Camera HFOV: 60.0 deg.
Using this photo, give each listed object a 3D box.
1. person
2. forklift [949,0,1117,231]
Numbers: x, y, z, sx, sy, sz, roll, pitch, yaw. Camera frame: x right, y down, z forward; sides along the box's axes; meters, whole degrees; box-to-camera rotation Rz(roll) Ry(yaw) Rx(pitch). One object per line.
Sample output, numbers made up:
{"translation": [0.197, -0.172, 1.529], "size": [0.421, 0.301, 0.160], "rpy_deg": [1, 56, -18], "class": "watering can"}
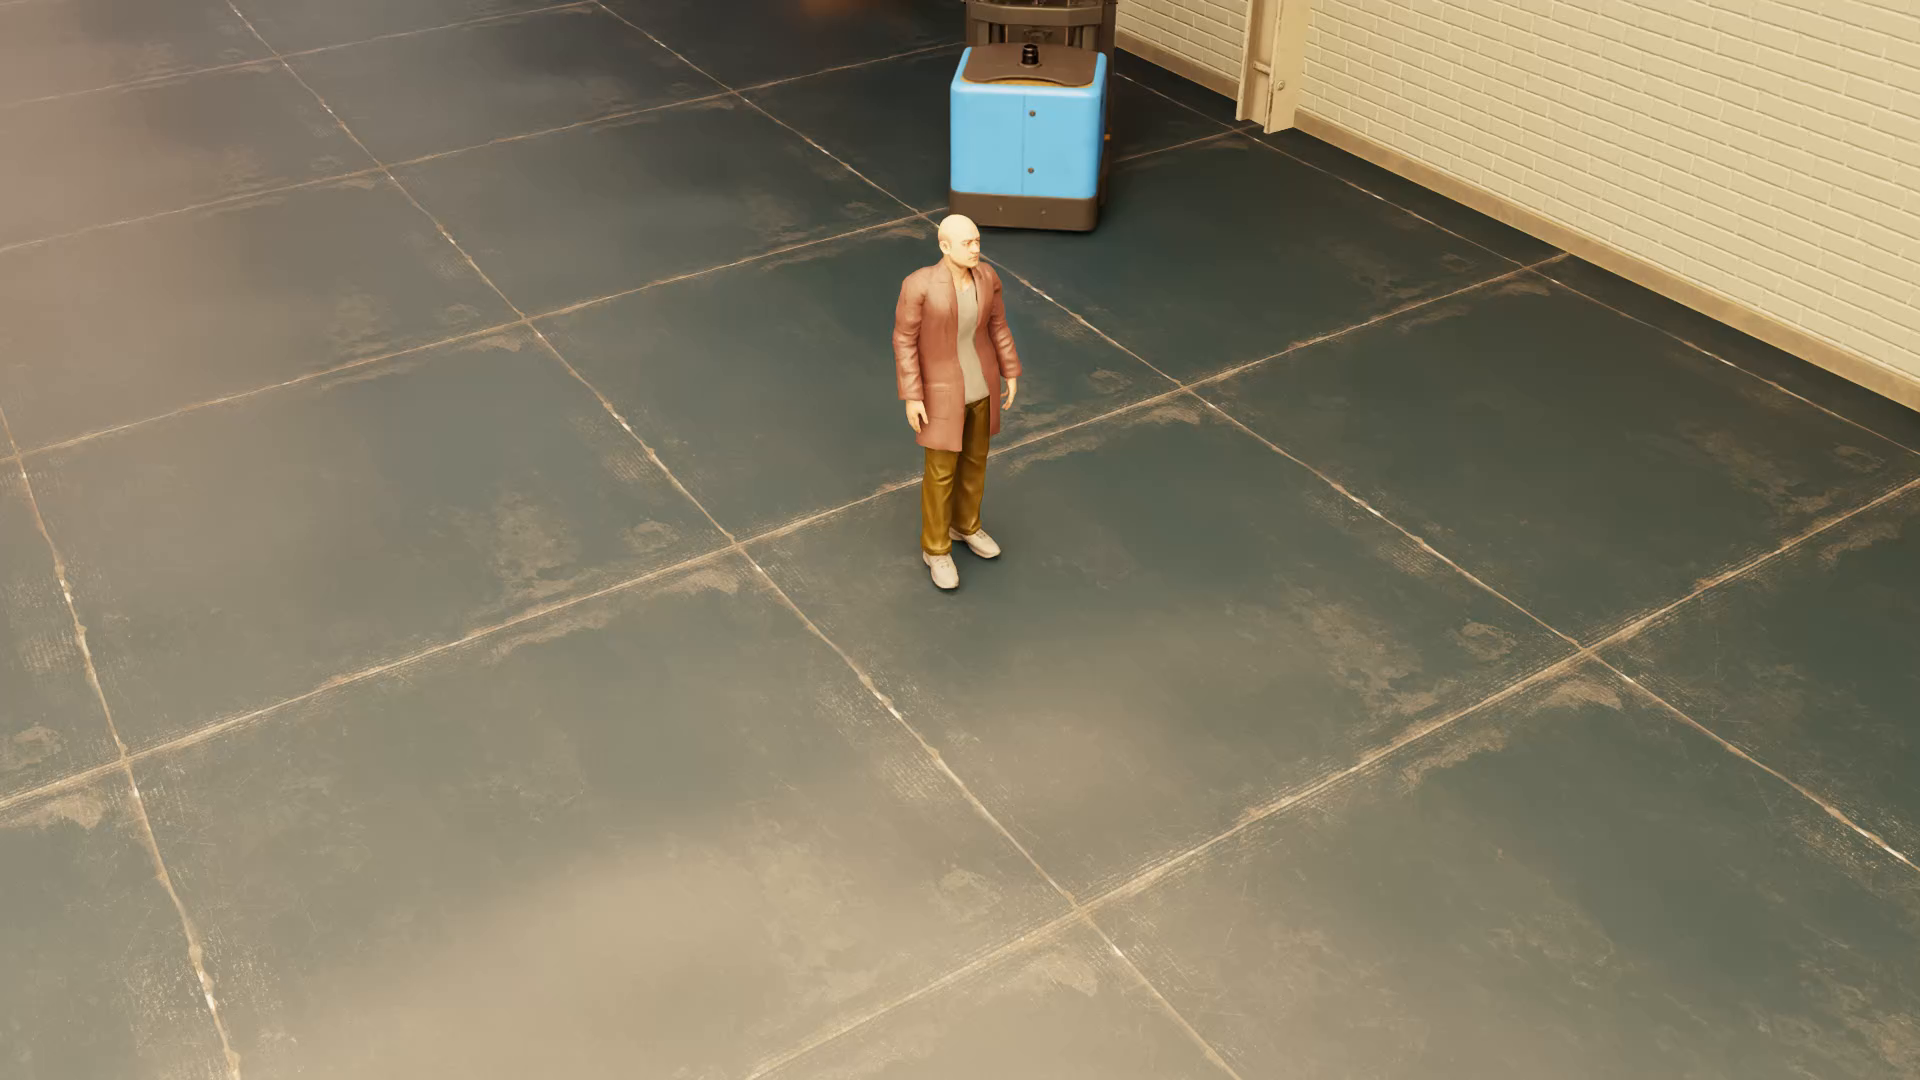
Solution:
{"translation": [0.047, -0.688, 8.117], "size": [0.696, 1.778, 0.579], "rpy_deg": [-21, 40, -27], "class": "person"}
{"translation": [0.622, -4.198, 12.123], "size": [1.130, 2.935, 3.031], "rpy_deg": [4, 35, 6], "class": "forklift"}
